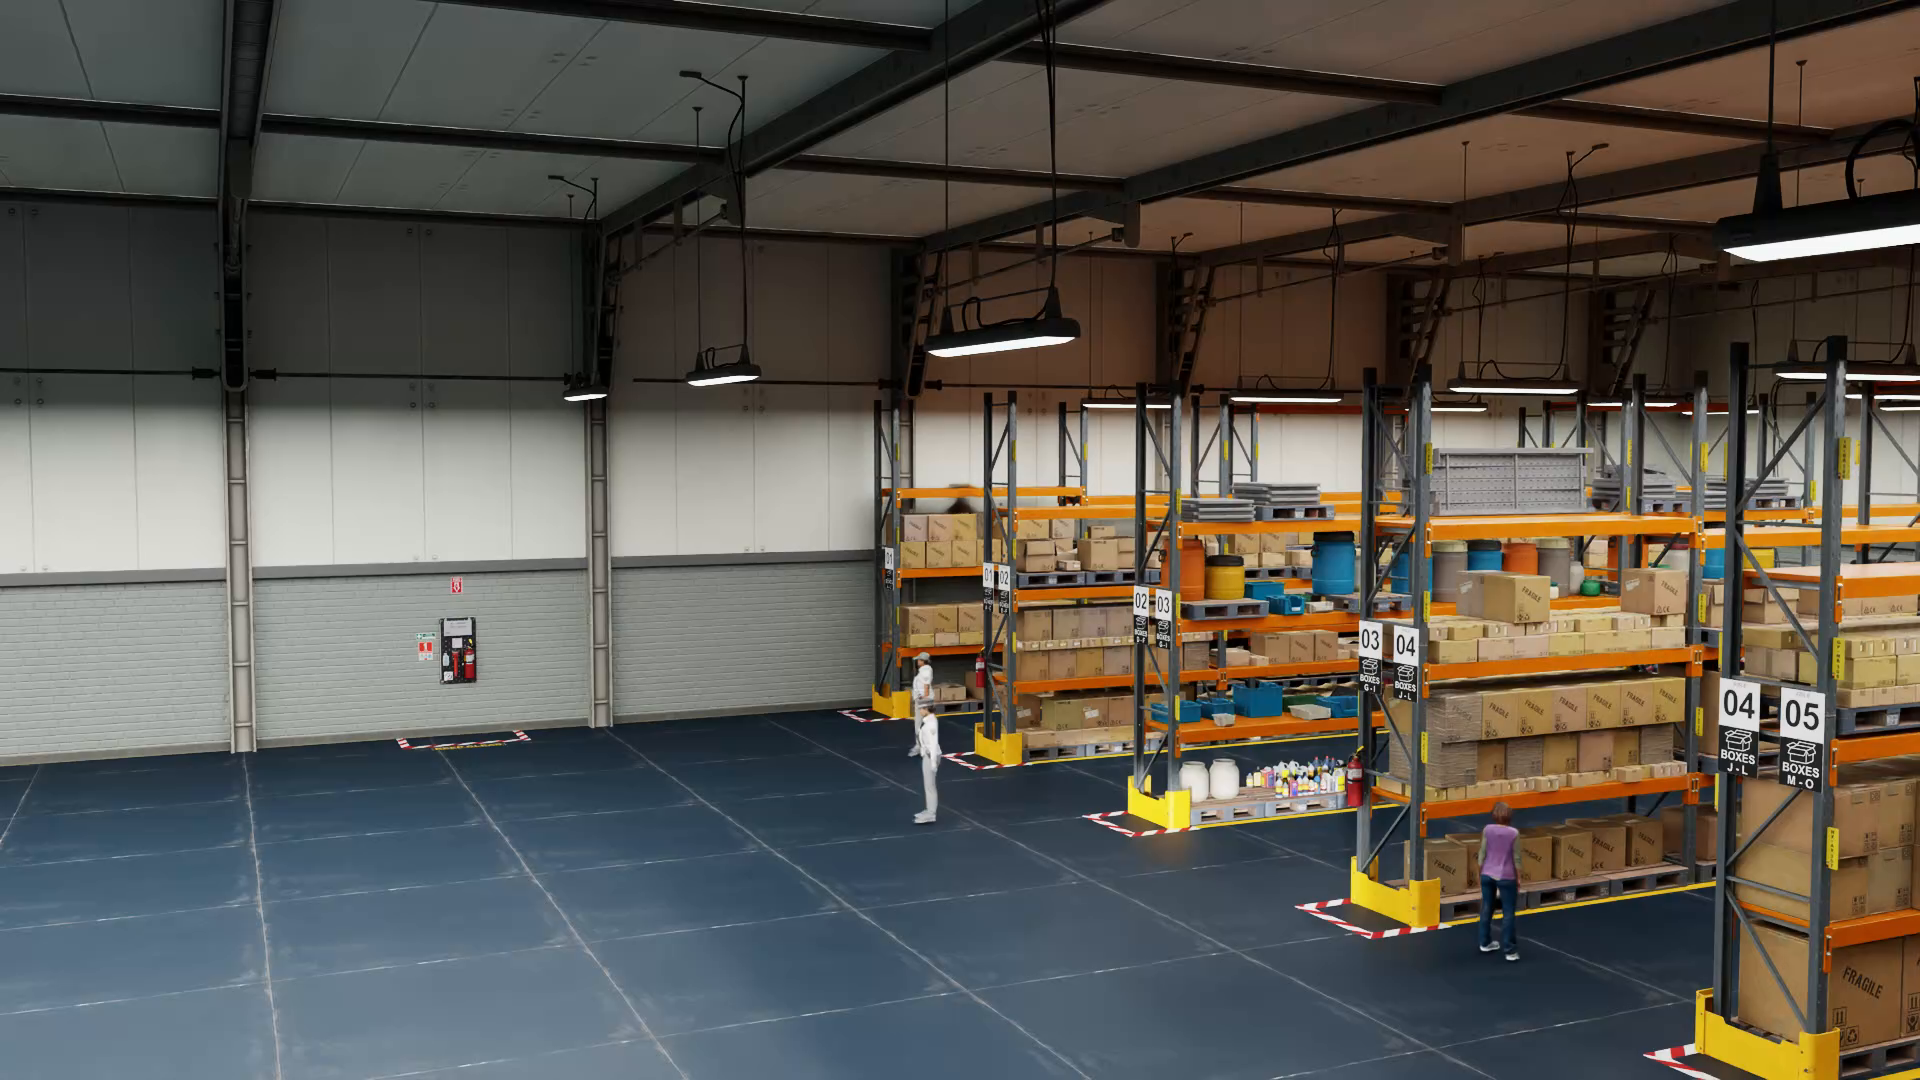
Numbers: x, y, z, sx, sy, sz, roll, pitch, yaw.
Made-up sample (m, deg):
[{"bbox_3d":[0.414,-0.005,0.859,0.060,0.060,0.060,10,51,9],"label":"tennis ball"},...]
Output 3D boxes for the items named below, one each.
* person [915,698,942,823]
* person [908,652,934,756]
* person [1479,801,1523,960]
[{"bbox_3d":[-0.434,3.003,22.769,0.369,1.666,0.561,0,3,-5],"label":"person"},{"bbox_3d":[-0.658,2.720,27.757,0.463,1.679,0.618,0,3,-5],"label":"person"},{"bbox_3d":[5.440,3.398,16.691,0.427,1.584,0.451,-2,4,-35],"label":"person"}]
